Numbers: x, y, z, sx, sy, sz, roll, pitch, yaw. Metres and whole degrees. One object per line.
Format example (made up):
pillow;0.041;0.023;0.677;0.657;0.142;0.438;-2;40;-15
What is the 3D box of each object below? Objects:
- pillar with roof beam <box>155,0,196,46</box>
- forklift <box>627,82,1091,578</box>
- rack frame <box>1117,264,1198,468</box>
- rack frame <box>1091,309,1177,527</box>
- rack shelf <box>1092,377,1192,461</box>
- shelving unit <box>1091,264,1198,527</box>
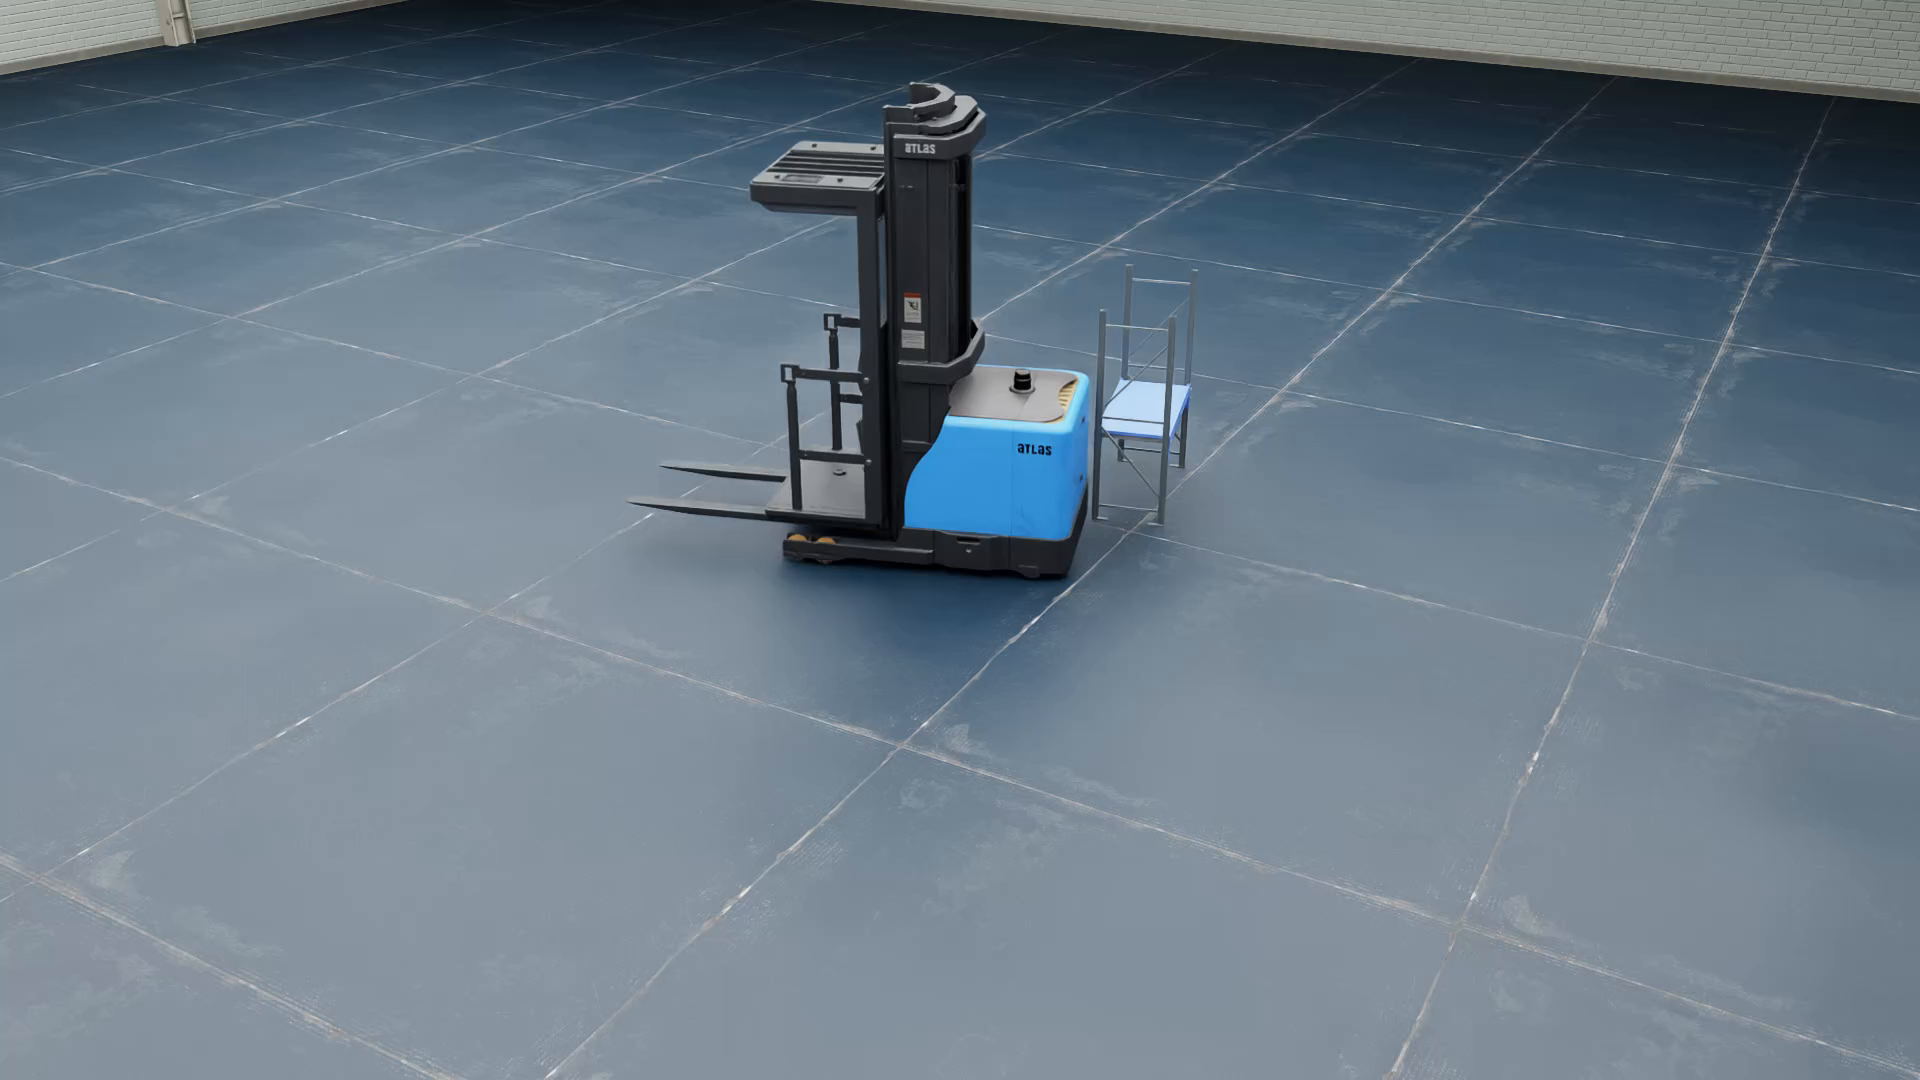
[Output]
pillar with roof beam;-9.226;-11.334;23.759;9.100;9.000;0.400;14;30;26
forklift;-0.696;-1.384;10.660;3.031;2.935;1.130;5;27;10
rack frame;1.411;-1.235;11.961;0.500;1.500;0.032;7;27;13
rack frame;1.151;-0.795;11.082;0.500;1.500;0.032;7;27;13
rack shelf;1.281;-0.854;11.602;0.538;0.185;1.000;7;27;13
shelving unit;1.281;-1.015;11.521;0.538;1.500;1.048;7;27;13
